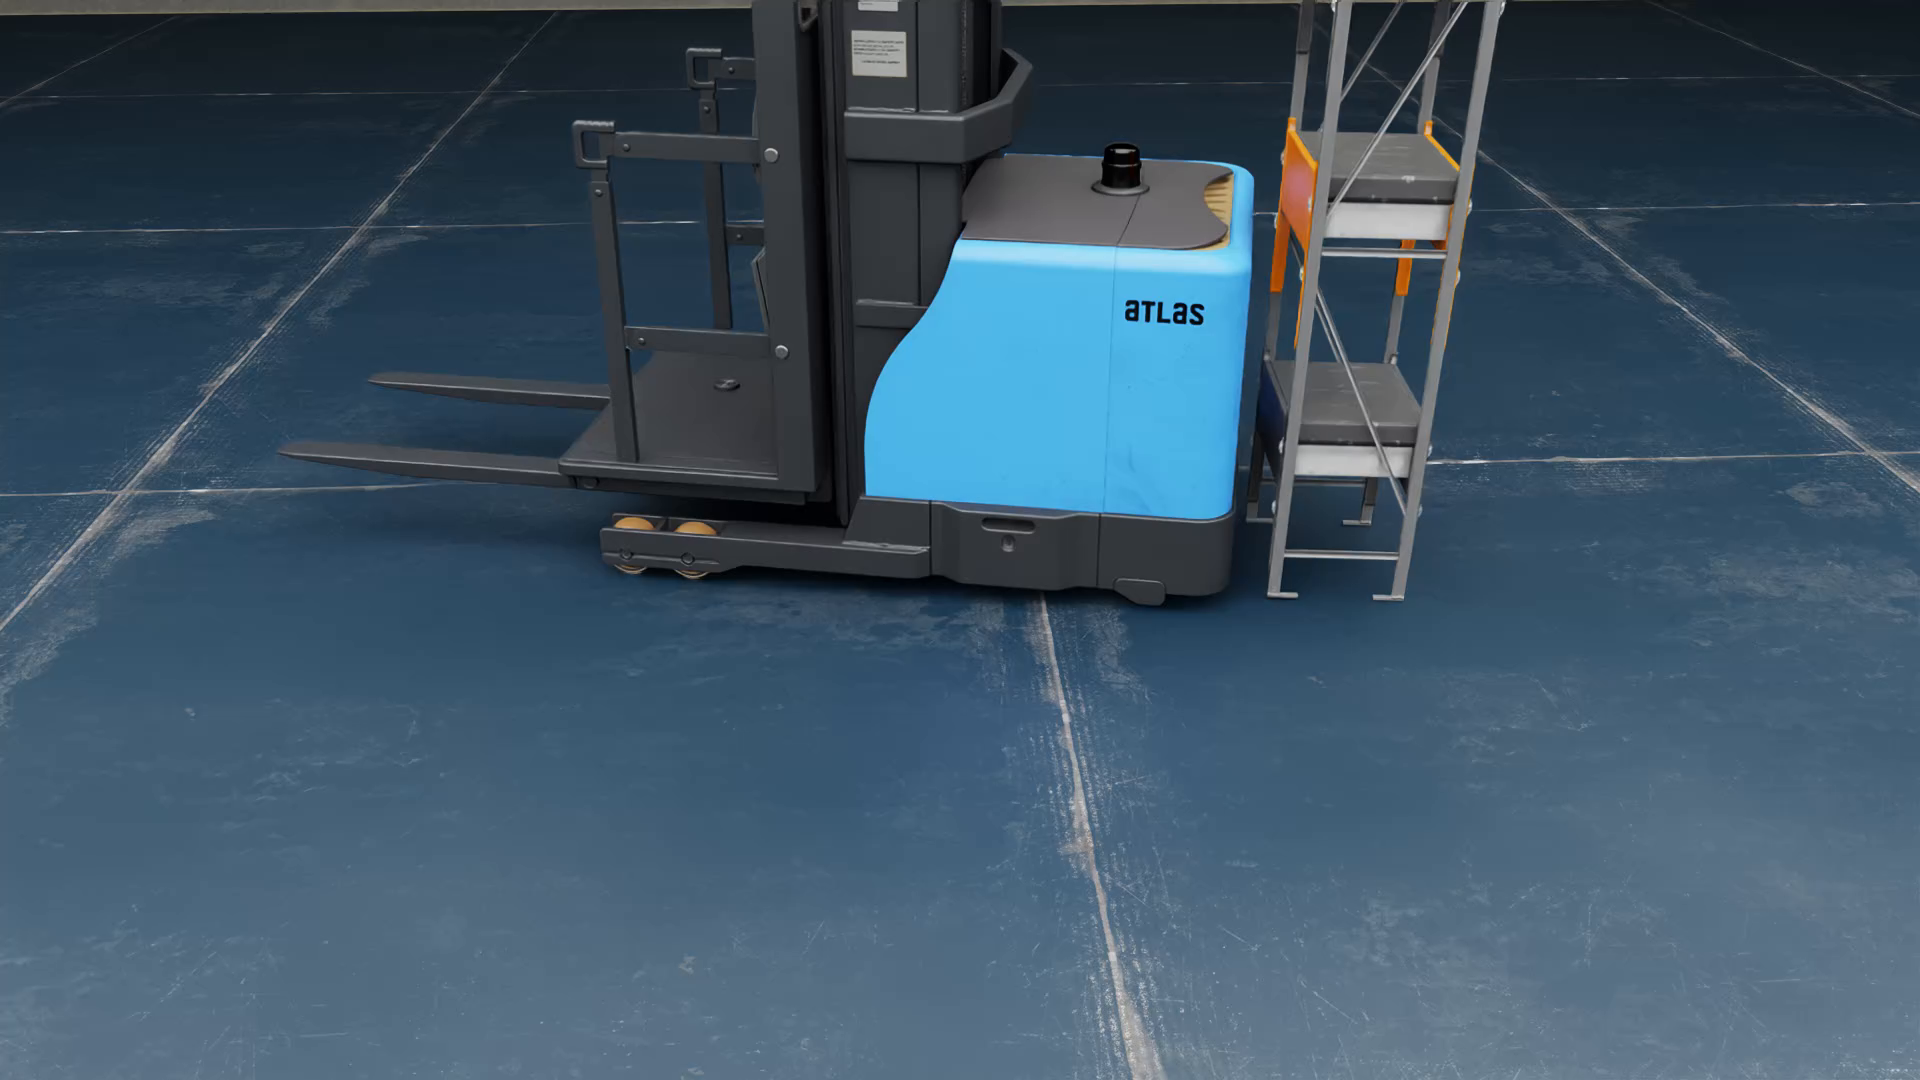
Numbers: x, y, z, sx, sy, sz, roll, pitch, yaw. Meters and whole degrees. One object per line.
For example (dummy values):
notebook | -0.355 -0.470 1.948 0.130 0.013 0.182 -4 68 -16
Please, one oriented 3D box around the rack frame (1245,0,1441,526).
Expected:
rack frame | 1.137 -0.984 4.857 0.400 2.100 0.015 2 28 1

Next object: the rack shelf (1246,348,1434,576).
rack shelf | 1.118 -0.239 4.971 0.431 0.518 0.480 2 28 1

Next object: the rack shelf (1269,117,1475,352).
rack shelf | 1.131 -0.859 4.647 0.431 0.518 0.480 2 28 1

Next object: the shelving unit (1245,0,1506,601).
shelving unit | 1.132 -0.871 4.641 0.431 2.100 0.503 2 28 1

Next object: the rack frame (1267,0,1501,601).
rack frame | 1.126 -0.758 4.424 0.400 2.100 0.015 2 28 1

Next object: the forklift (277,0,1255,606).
forklift | -0.637 -1.421 4.804 3.031 2.935 1.130 4 28 8

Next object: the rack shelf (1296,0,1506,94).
rack shelf | 1.144 -1.479 4.323 0.431 0.518 0.480 2 28 1
